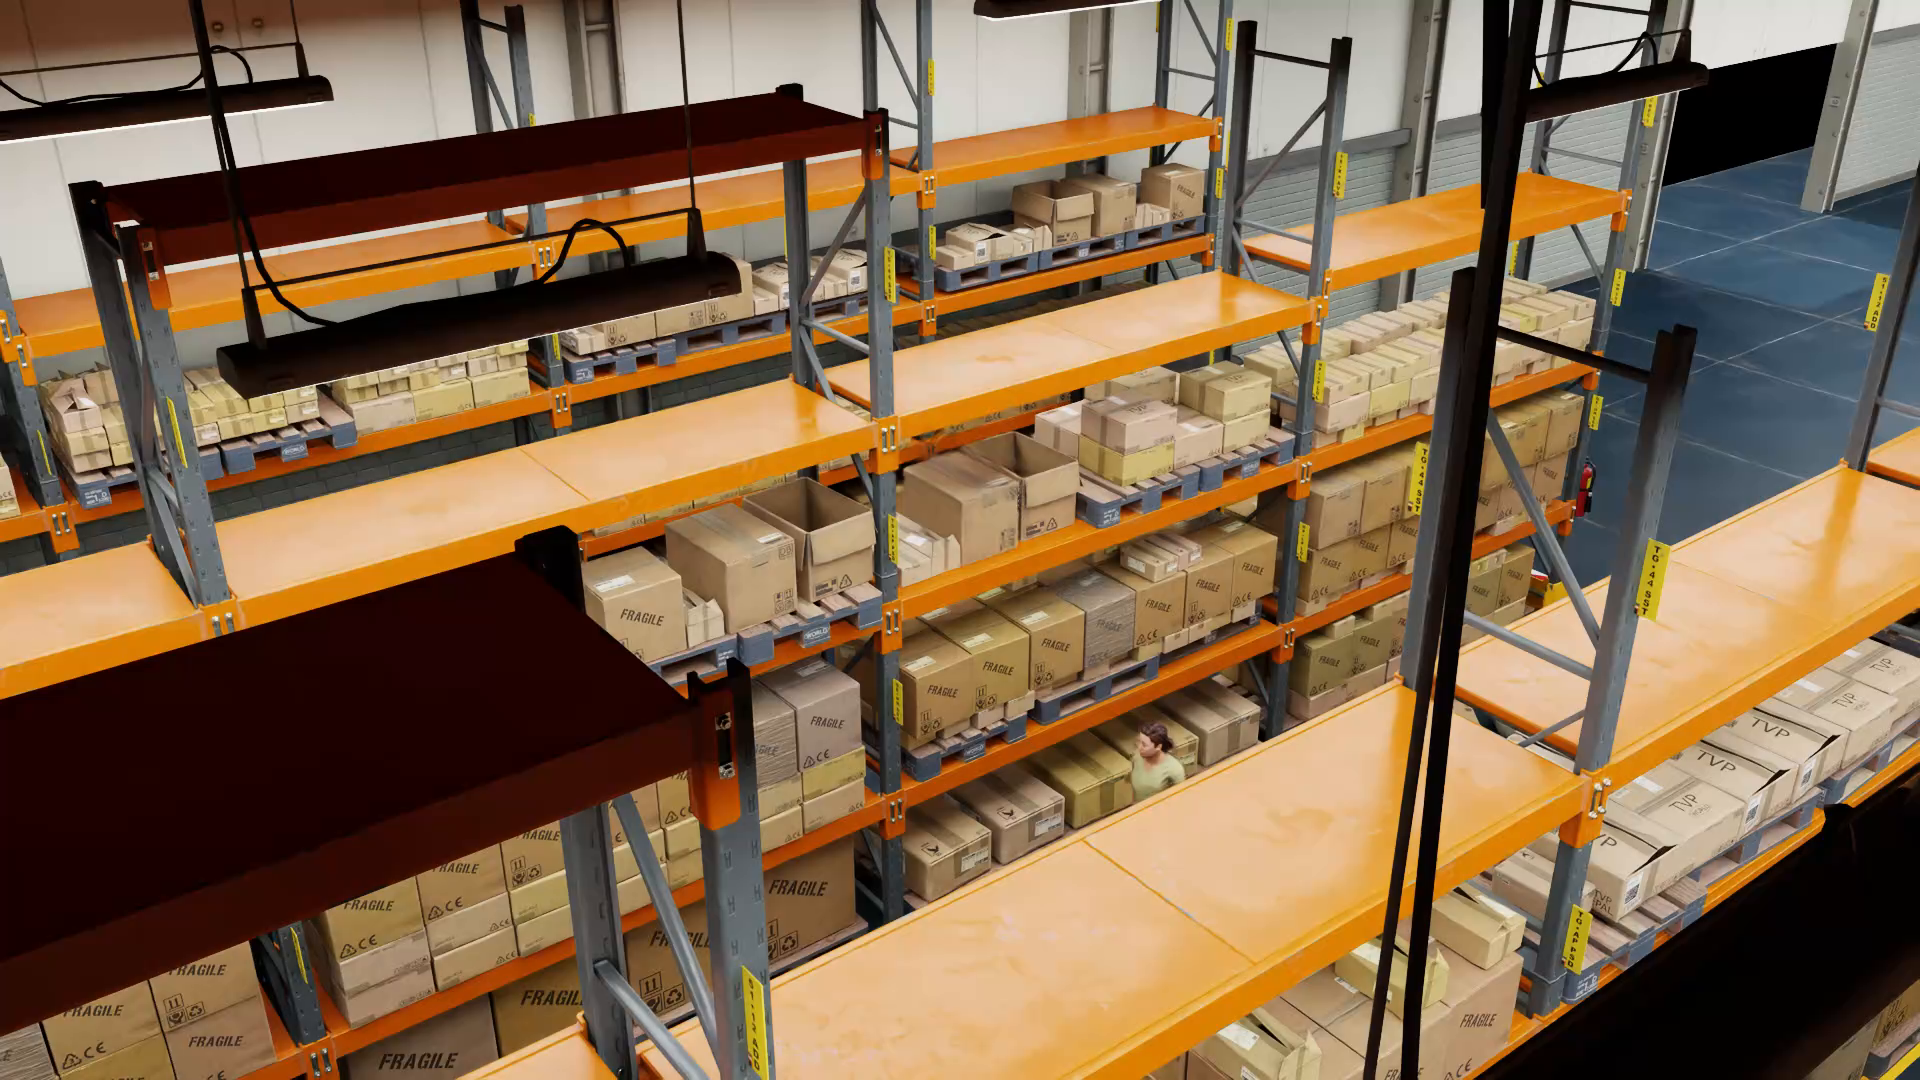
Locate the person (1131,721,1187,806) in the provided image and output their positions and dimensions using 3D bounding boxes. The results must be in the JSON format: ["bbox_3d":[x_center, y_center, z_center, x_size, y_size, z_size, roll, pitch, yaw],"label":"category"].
[{"bbox_3d":[1.371,2.010,11.711,0.459,1.646,0.512,-22,34,-37],"label":"person"}]
